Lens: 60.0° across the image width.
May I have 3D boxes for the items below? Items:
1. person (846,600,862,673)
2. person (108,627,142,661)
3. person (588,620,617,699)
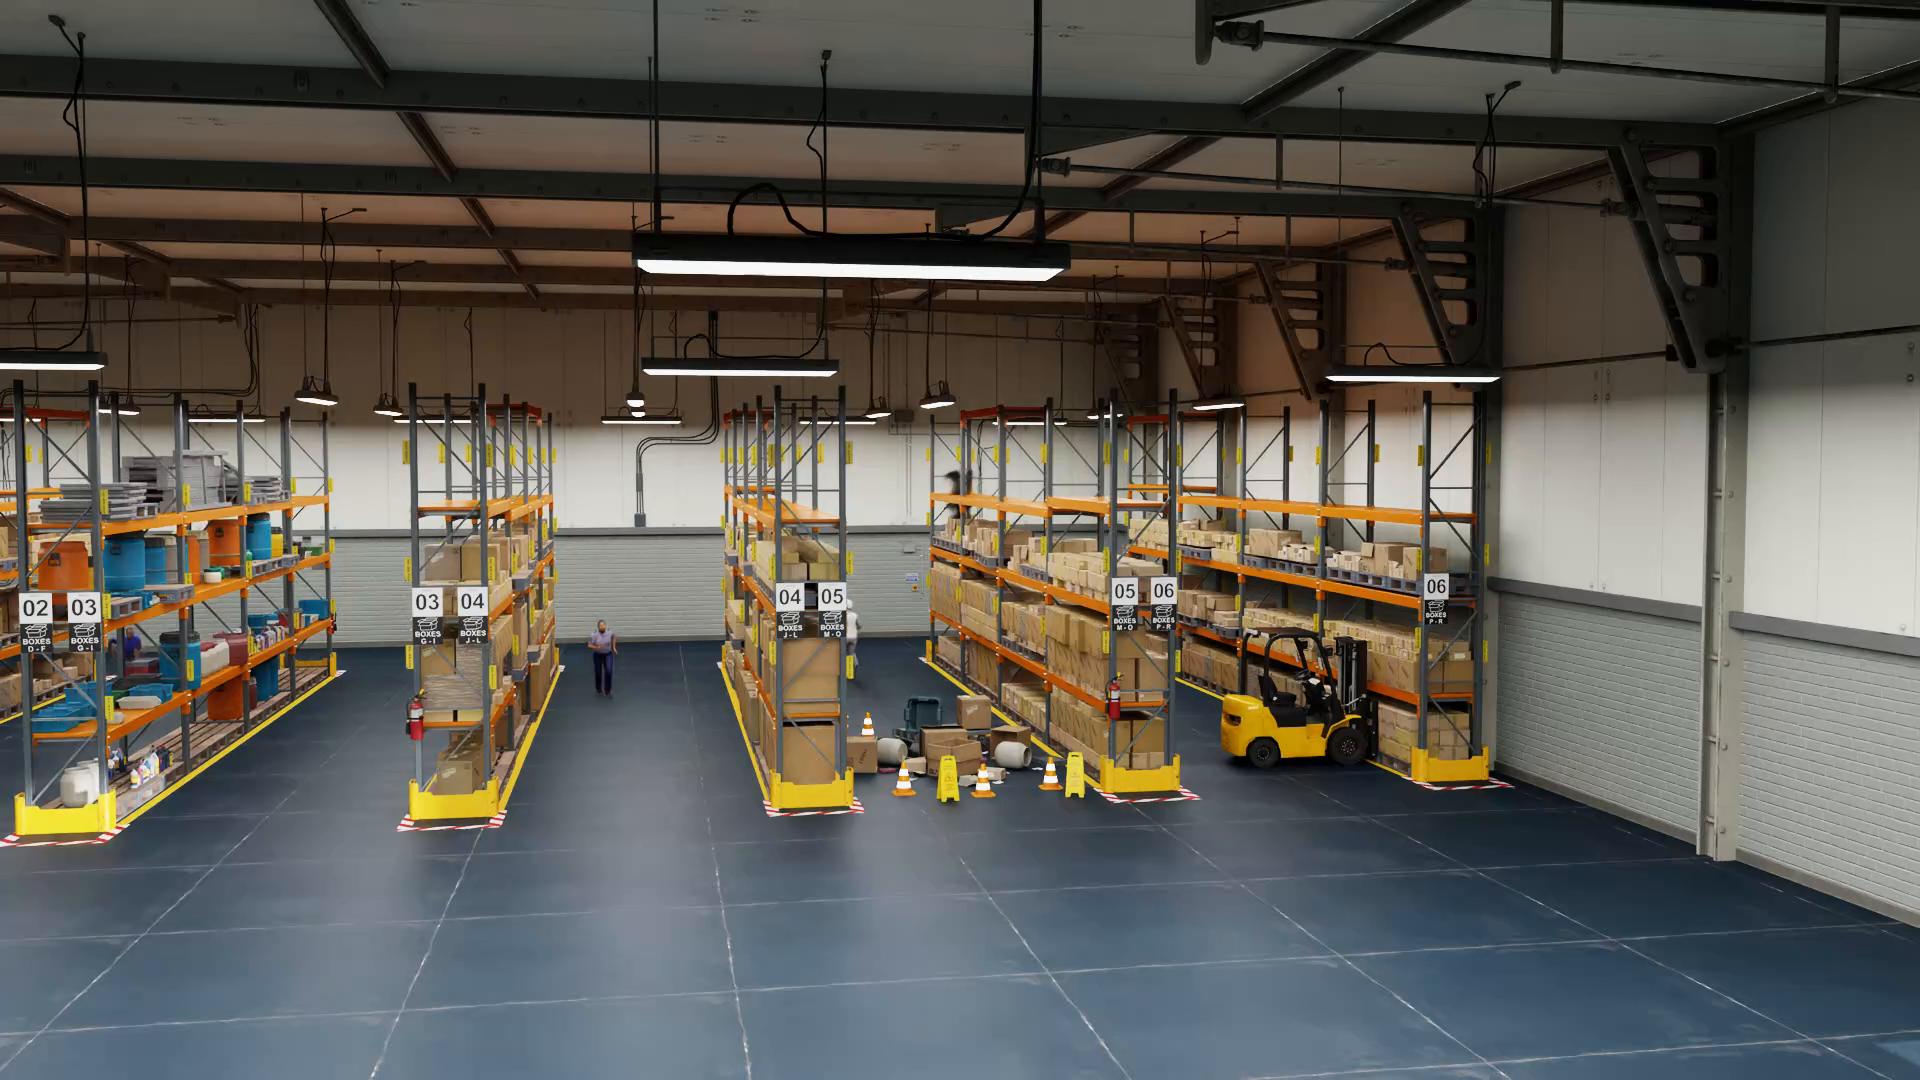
[{"bbox_3d":[-2.537,2.230,37.493,0.682,1.769,0.883,-1,3,-20],"label":"person"},{"bbox_3d":[-17.259,2.521,34.401,0.610,1.485,0.820,-2,3,-31],"label":"person"},{"bbox_3d":[-7.428,2.449,34.562,0.601,1.625,0.945,-1,3,-15],"label":"person"}]
